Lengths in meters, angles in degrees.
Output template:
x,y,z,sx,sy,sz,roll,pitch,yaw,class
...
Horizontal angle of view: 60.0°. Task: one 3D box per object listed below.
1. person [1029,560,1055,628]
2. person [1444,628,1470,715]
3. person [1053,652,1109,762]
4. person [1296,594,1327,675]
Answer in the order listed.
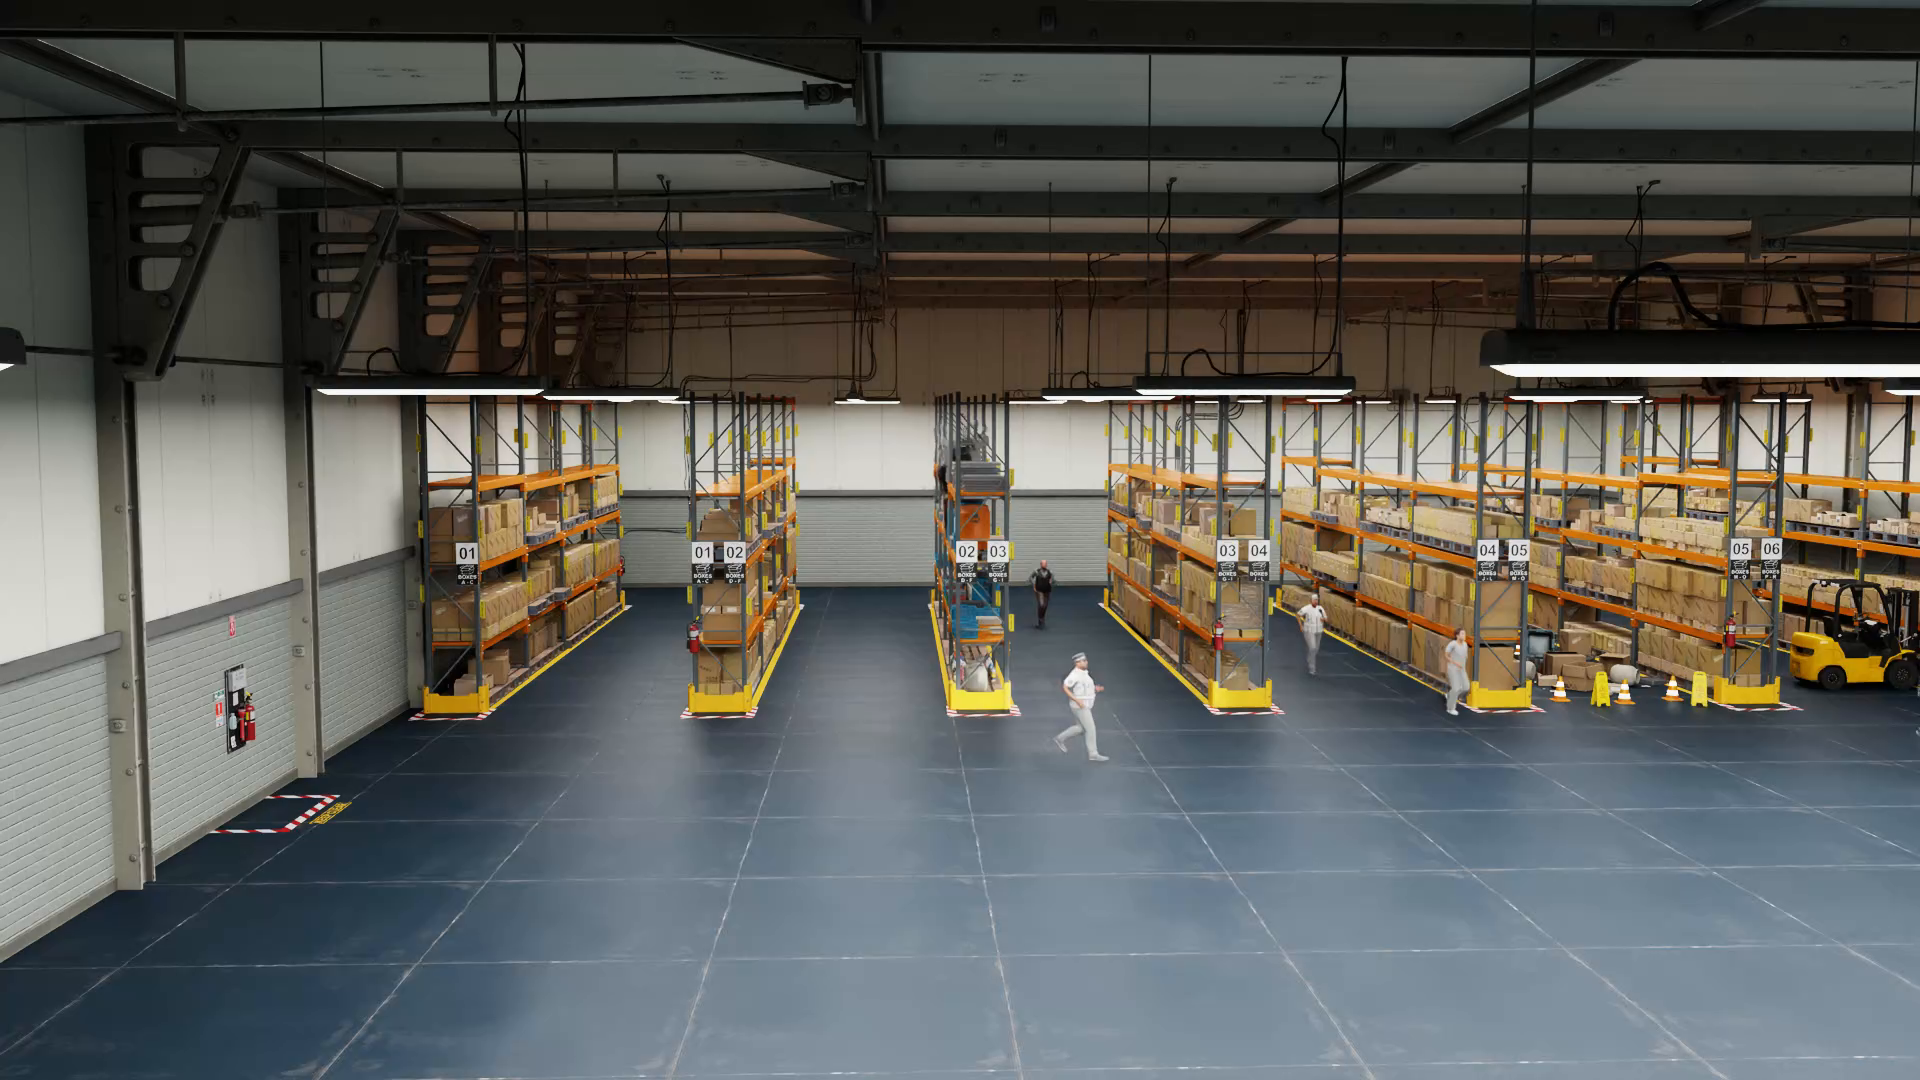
x,y,z,sx,sy,sz,roll,pitch,yaw,class
2.171,1.402,43.362,0.638,1.783,0.779,-1,5,-16,person
9.287,2.444,31.045,0.586,1.635,0.575,-2,5,-25,person
1.951,2.675,26.901,0.953,1.755,0.672,1,5,18,person
7.604,2.027,35.830,0.579,1.729,0.748,-1,5,-17,person
